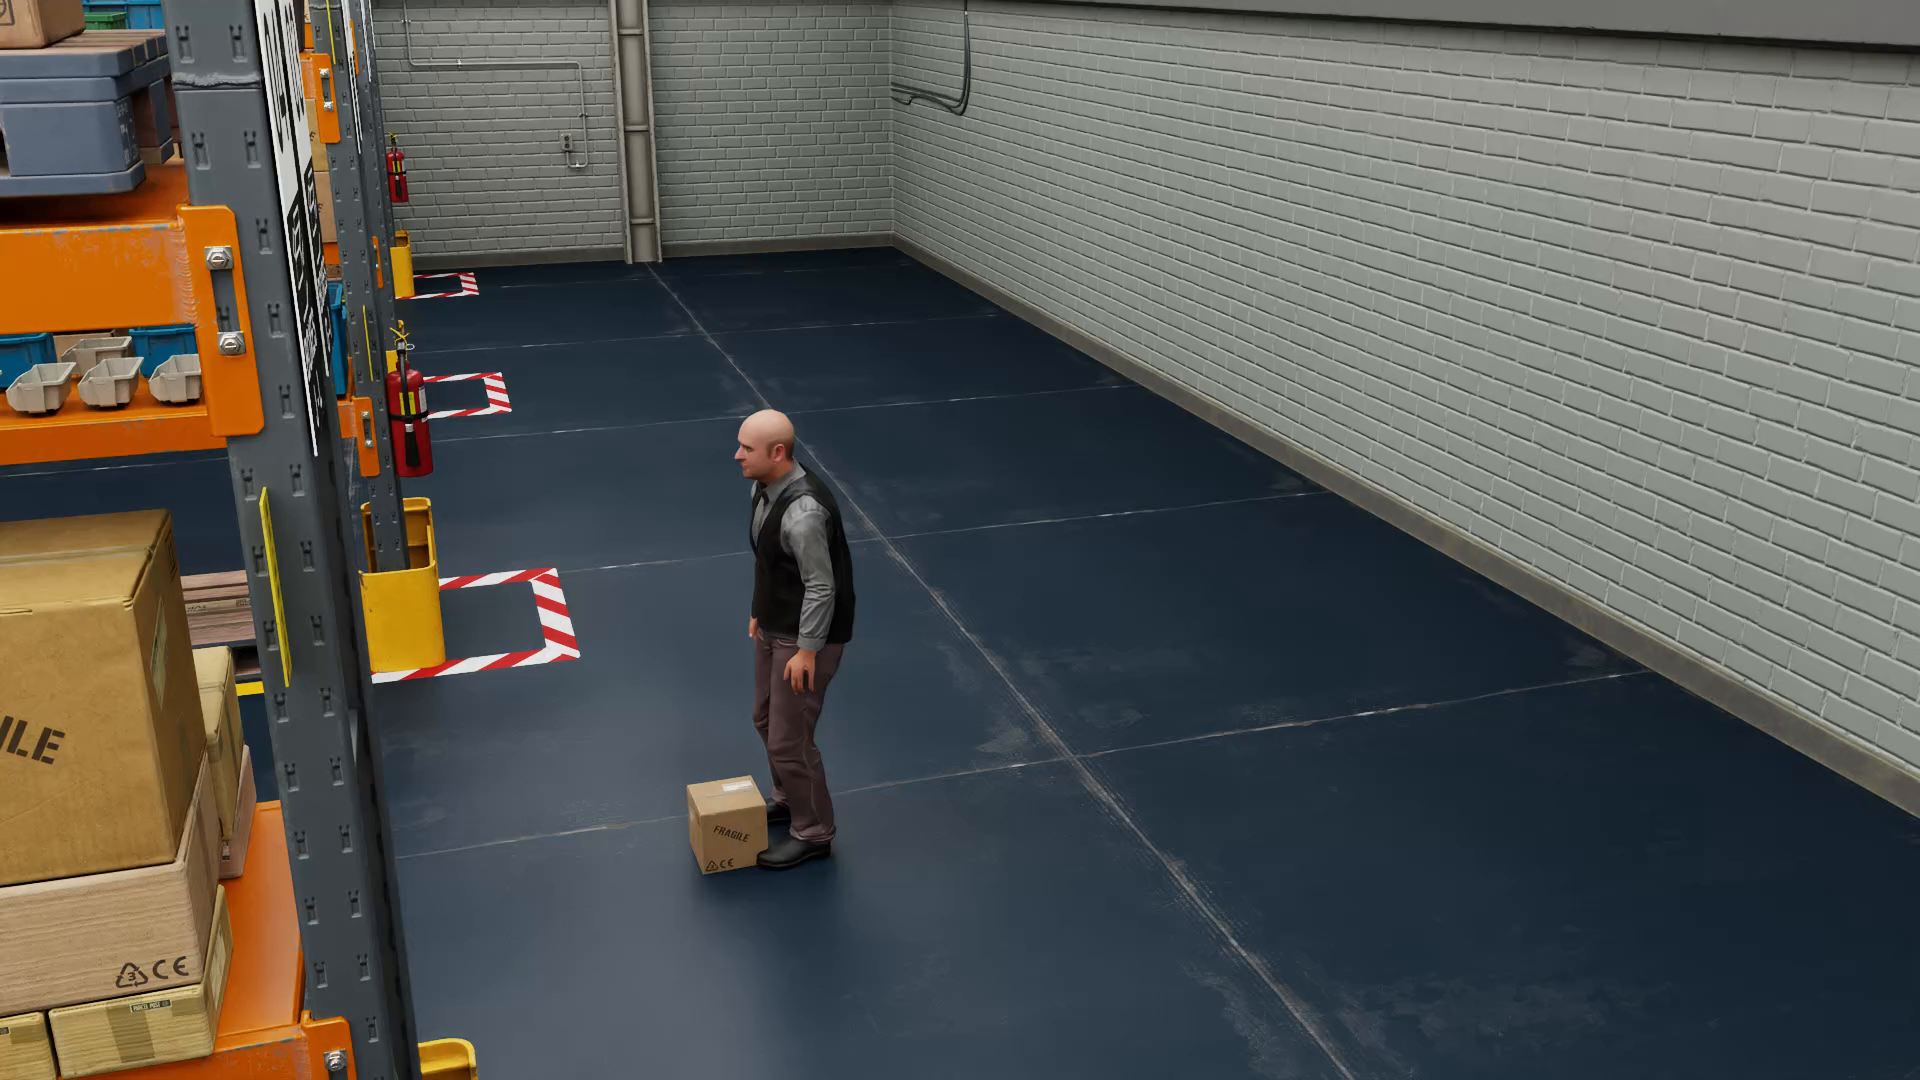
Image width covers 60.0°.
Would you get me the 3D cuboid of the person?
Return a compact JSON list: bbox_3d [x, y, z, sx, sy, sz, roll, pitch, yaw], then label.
[{"bbox_3d":[-0.608,0.346,6.104,0.426,1.720,0.591,-7,20,-21],"label":"person"}]
